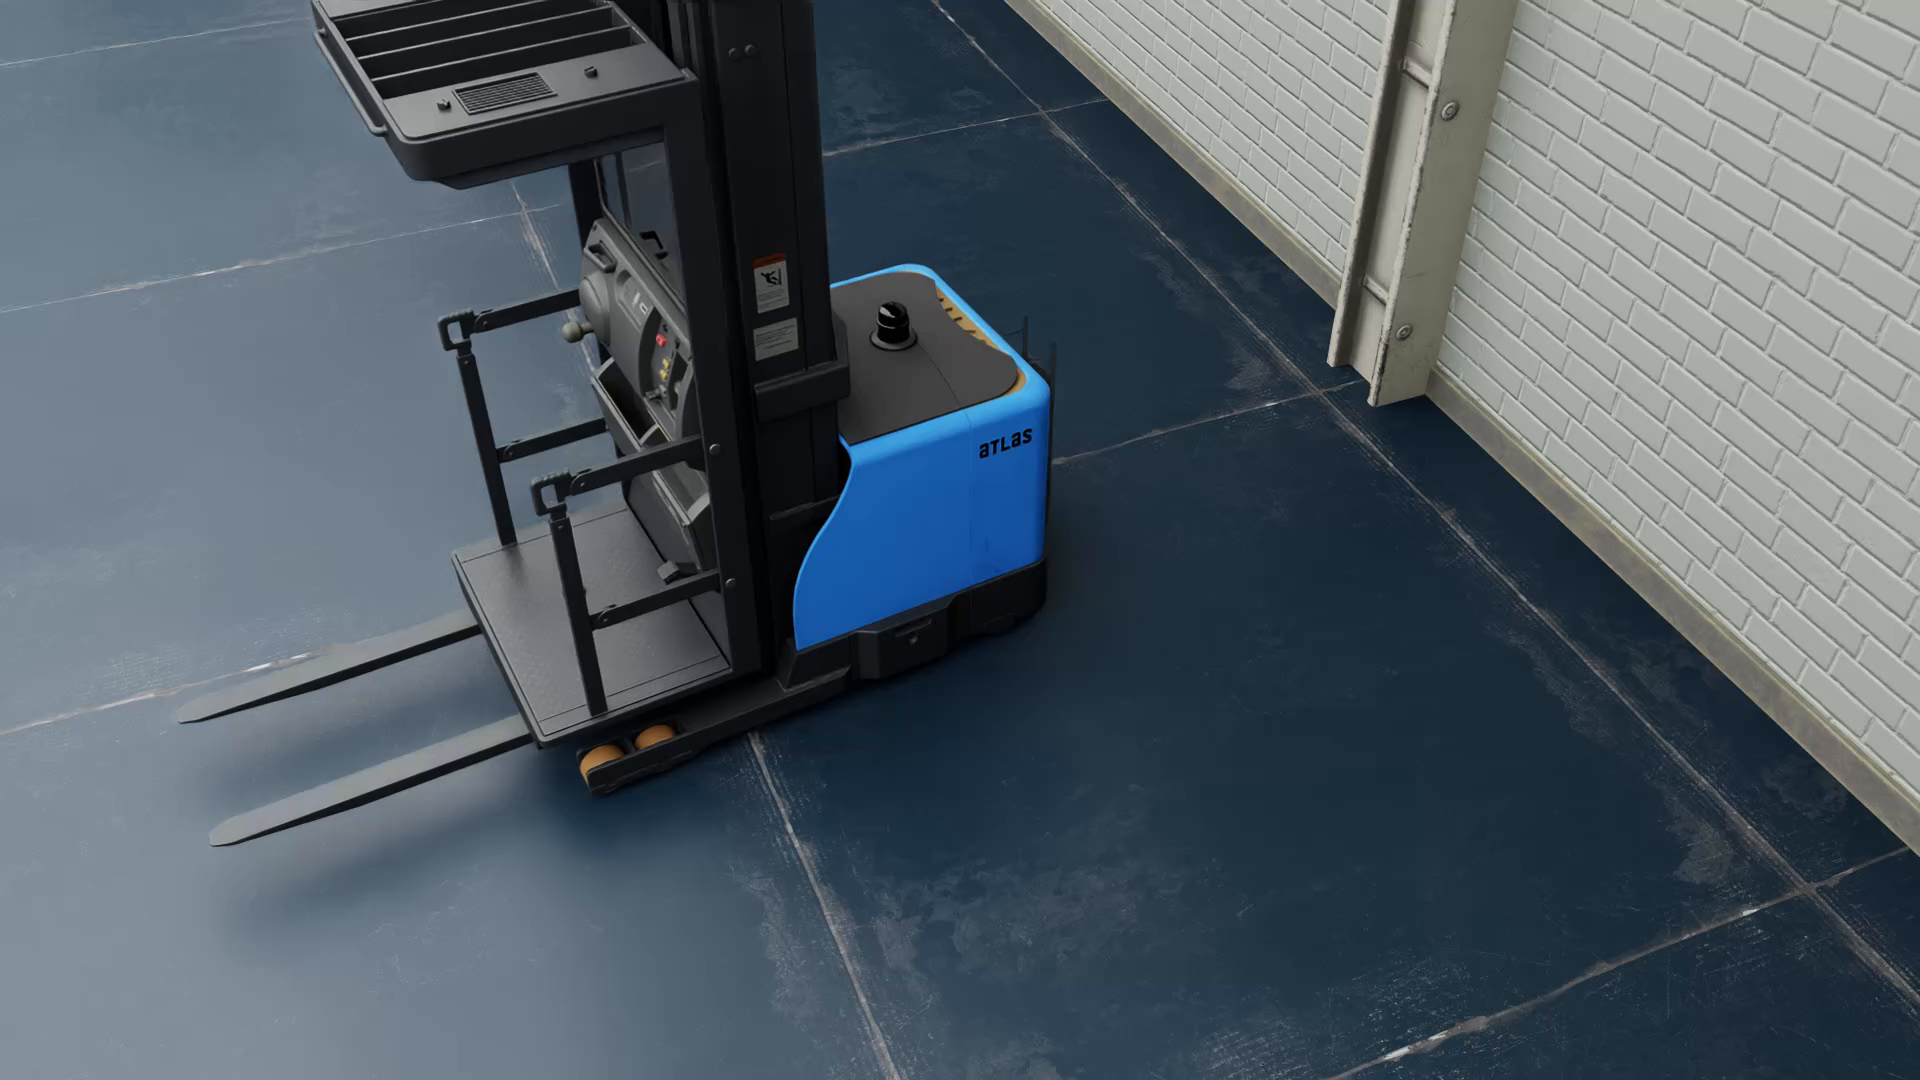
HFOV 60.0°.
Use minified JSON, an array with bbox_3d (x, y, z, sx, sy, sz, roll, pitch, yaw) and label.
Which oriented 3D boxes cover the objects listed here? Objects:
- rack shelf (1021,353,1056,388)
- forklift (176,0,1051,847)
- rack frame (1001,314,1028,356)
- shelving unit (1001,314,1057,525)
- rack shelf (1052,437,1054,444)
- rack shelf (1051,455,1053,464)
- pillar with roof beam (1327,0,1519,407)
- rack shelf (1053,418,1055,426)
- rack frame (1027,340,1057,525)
[{"bbox_3d":[0.208,-0.606,6.402,0.258,0.077,0.200,-21,45,-22],"label":"rack shelf"},{"bbox_3d":[-1.212,-0.636,5.242,3.031,2.935,1.130,-20,44,-21],"label":"forklift"},{"bbox_3d":[0.157,-0.484,6.623,0.240,0.900,0.006,-21,45,-22],"label":"rack frame"},{"bbox_3d":[0.208,-0.427,6.556,0.258,0.900,0.210,-21,45,-22],"label":"shelving unit"},{"bbox_3d":[0.208,-0.401,6.578,0.258,0.077,0.200,-21,45,-22],"label":"rack shelf"},{"bbox_3d":[0.208,-0.333,6.636,0.258,0.077,0.200,-21,45,-22],"label":"rack shelf"},{"bbox_3d":[-2.061,-3.088,3.439,9.100,9.000,0.400,-15,43,-17],"label":"pillar with roof beam"},{"bbox_3d":[0.208,-0.470,6.519,0.258,0.077,0.200,-21,45,-22],"label":"rack shelf"},{"bbox_3d":[0.259,-0.369,6.489,0.240,0.900,0.006,-21,45,-22],"label":"rack frame"}]
